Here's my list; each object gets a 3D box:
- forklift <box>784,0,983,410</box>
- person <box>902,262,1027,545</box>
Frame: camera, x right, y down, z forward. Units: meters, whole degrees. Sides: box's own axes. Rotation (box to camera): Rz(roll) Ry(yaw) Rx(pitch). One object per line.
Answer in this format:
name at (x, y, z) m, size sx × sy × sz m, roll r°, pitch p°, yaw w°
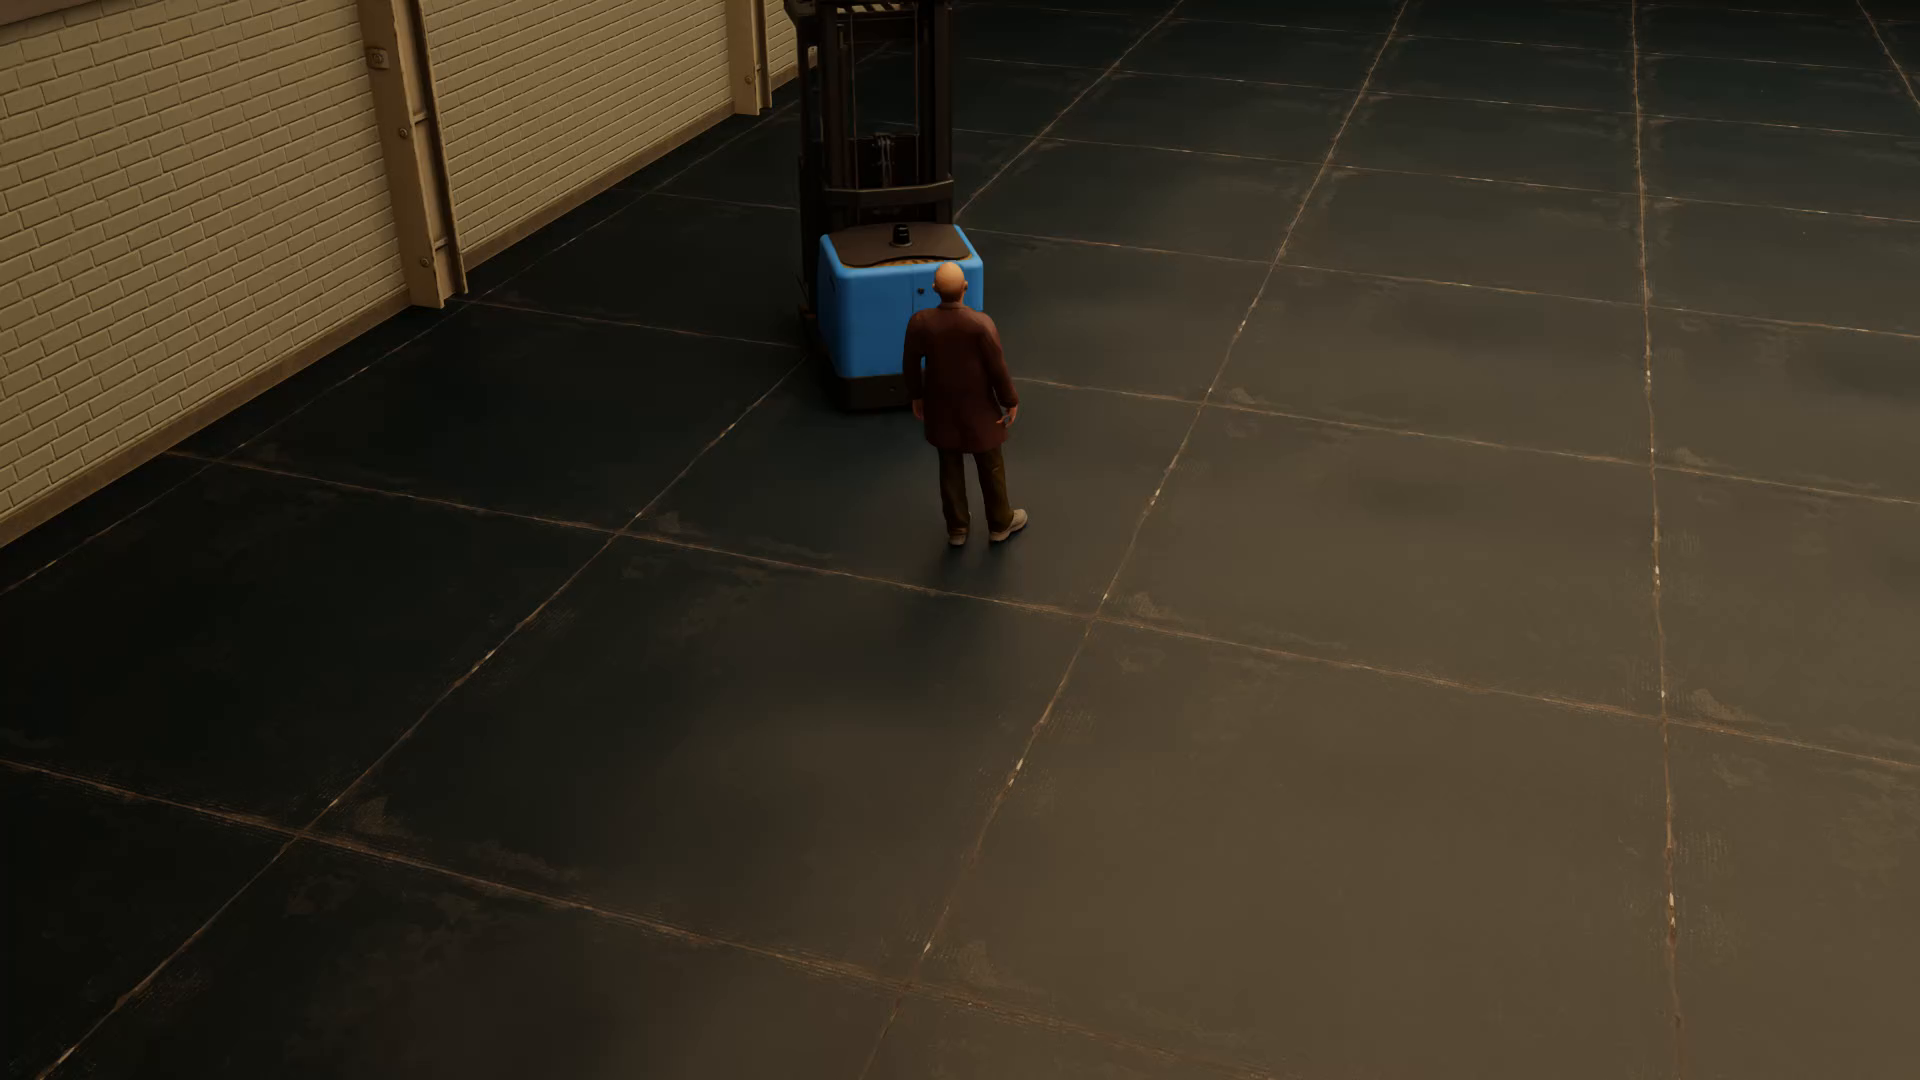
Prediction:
forklift at (-0.648, -2.891, 12.207) m, size 1.130 × 2.935 × 3.031 m, roll -6°, pitch 30°, yaw -11°
person at (0.033, -0.821, 9.727) m, size 0.696 × 1.777 × 0.579 m, roll 10°, pitch 31°, yaw 16°
